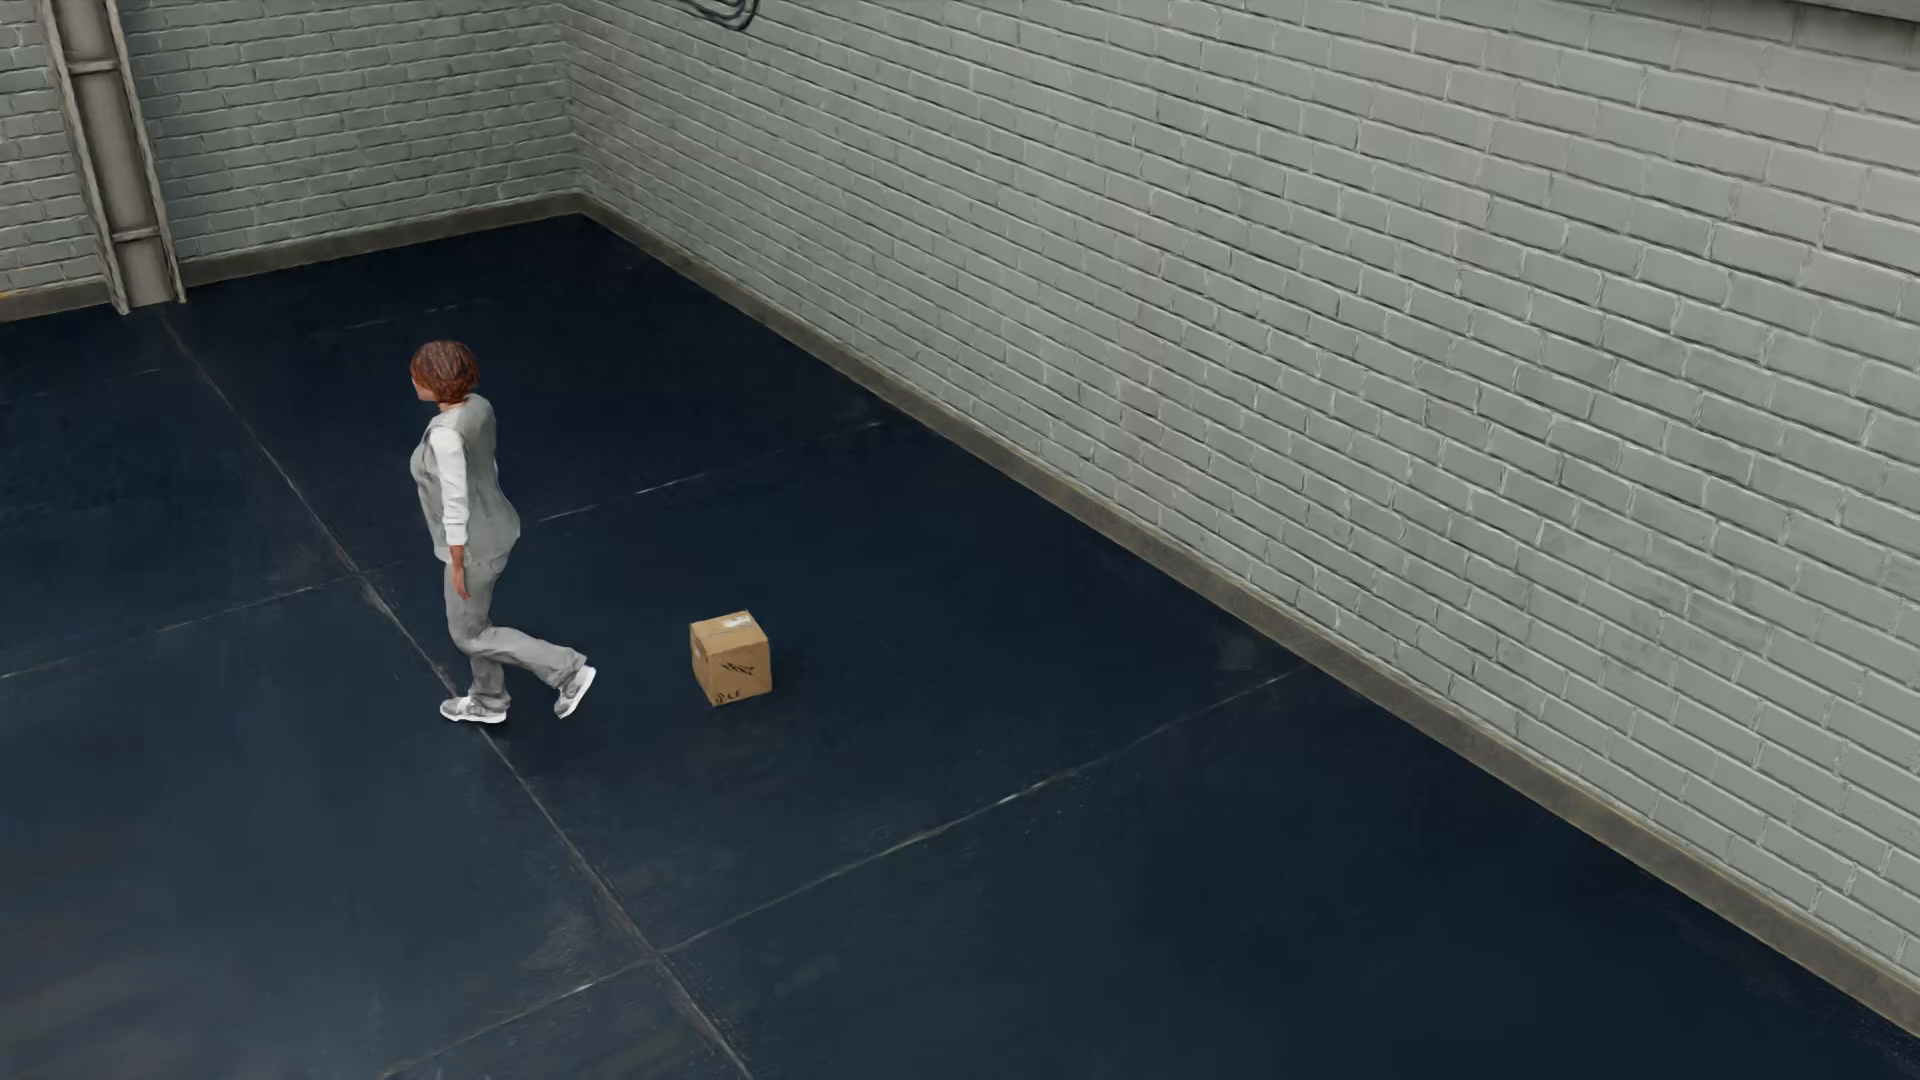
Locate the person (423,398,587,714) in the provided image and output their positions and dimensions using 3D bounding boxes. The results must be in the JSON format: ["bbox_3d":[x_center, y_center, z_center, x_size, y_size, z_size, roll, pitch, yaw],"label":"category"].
[{"bbox_3d":[-1.663,0.104,6.099,0.532,1.275,0.425,1,29,2],"label":"person"}]
